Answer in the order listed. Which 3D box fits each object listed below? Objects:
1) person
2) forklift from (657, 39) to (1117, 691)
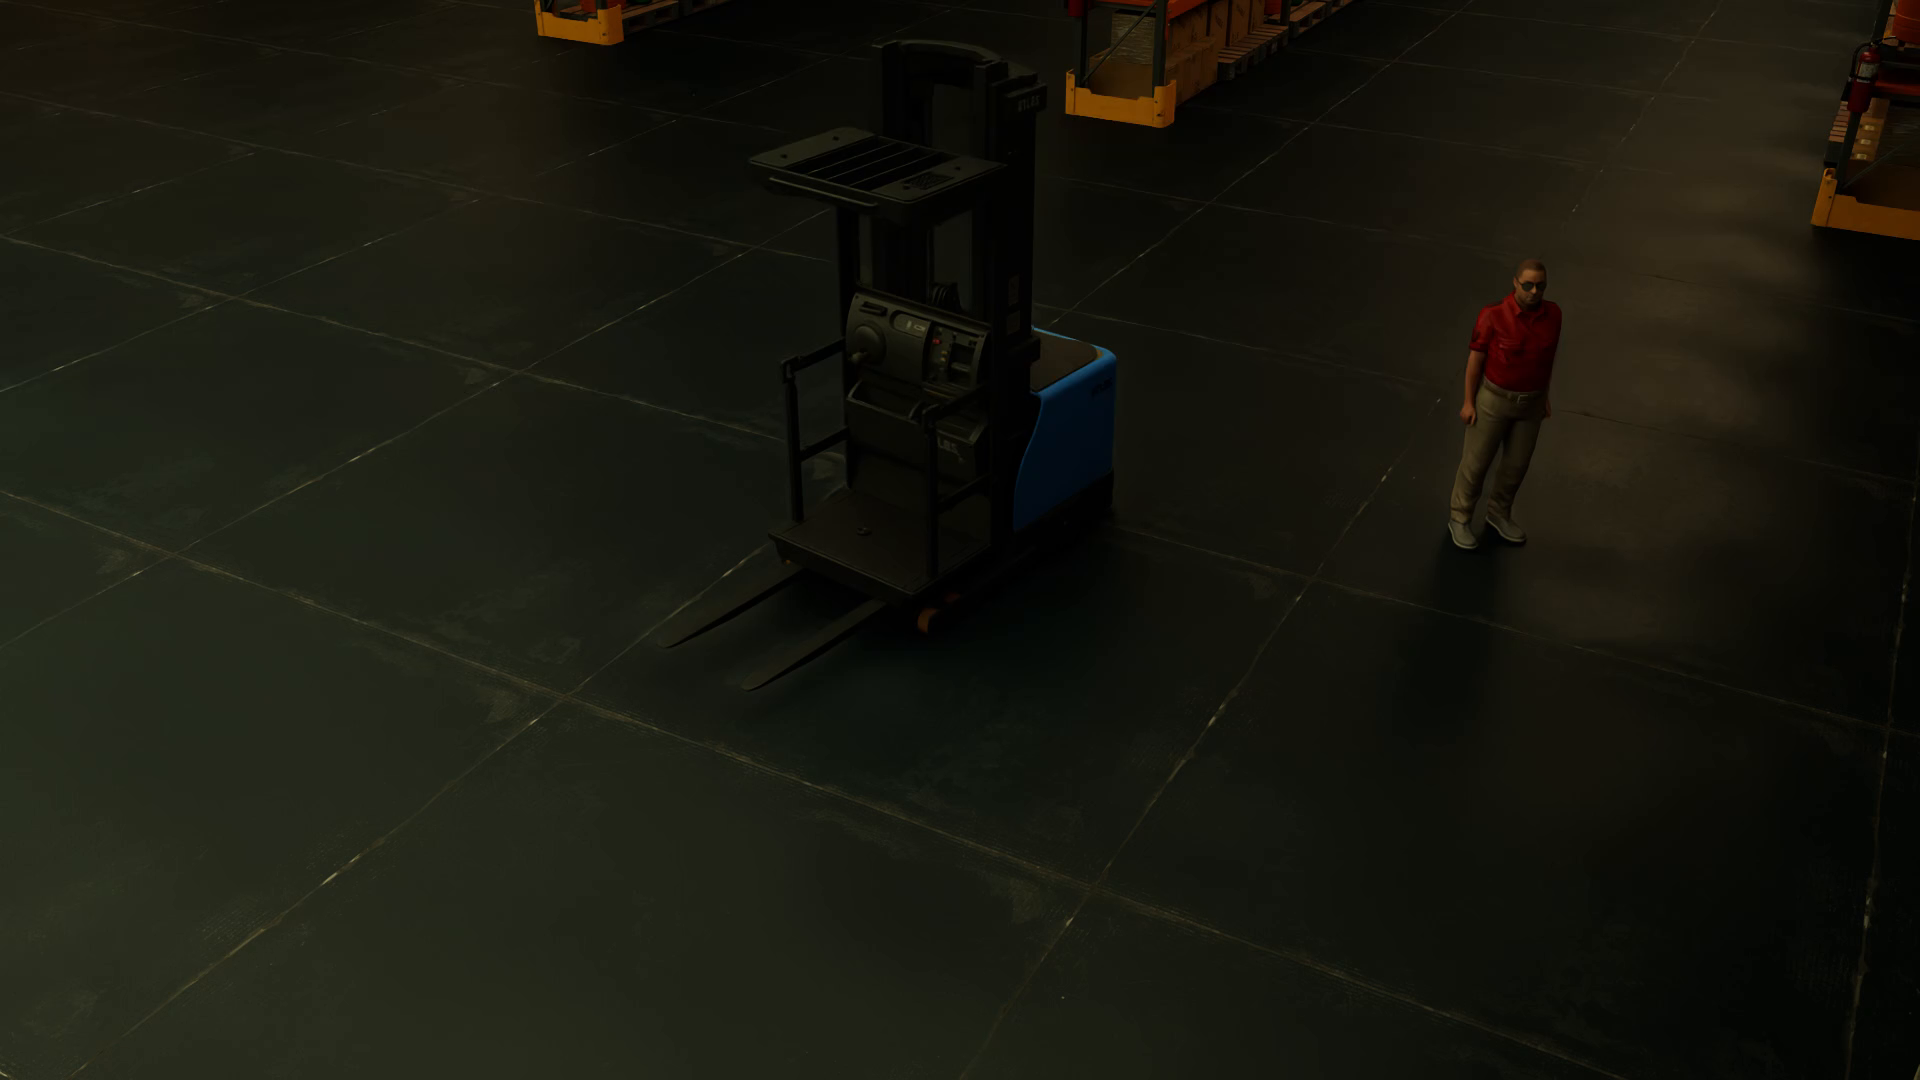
[{"bbox_3d":[3.185,-0.785,9.635,0.554,1.731,0.376,-6,30,-10],"label":"person"},{"bbox_3d":[-0.372,-1.023,8.842,1.130,2.935,3.031,22,36,33],"label":"forklift"}]
